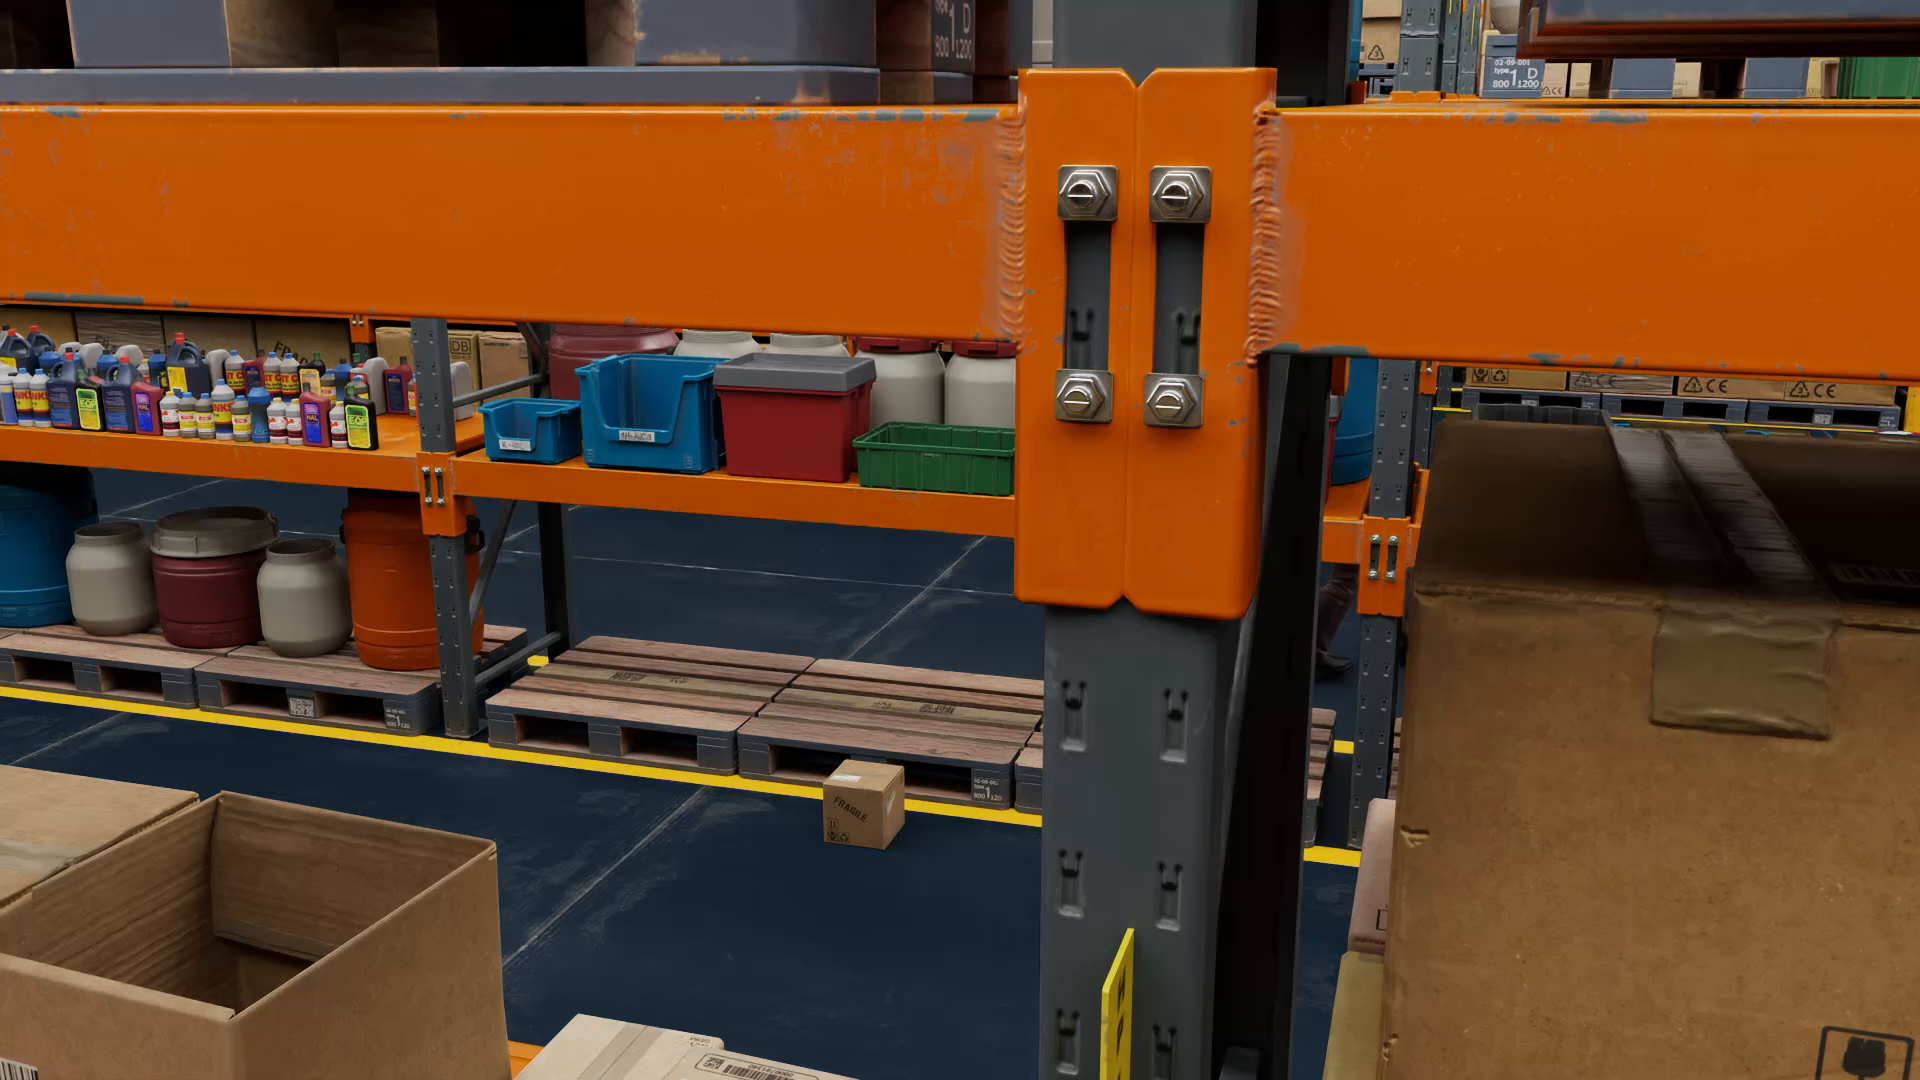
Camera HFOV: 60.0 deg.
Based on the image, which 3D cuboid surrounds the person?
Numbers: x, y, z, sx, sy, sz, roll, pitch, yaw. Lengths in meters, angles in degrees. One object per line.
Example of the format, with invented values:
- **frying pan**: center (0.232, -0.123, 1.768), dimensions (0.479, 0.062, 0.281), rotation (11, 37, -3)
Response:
- **person**: center (2.068, -0.155, 8.133), dimensions (0.847, 1.714, 0.589), rotation (0, 15, -1)
